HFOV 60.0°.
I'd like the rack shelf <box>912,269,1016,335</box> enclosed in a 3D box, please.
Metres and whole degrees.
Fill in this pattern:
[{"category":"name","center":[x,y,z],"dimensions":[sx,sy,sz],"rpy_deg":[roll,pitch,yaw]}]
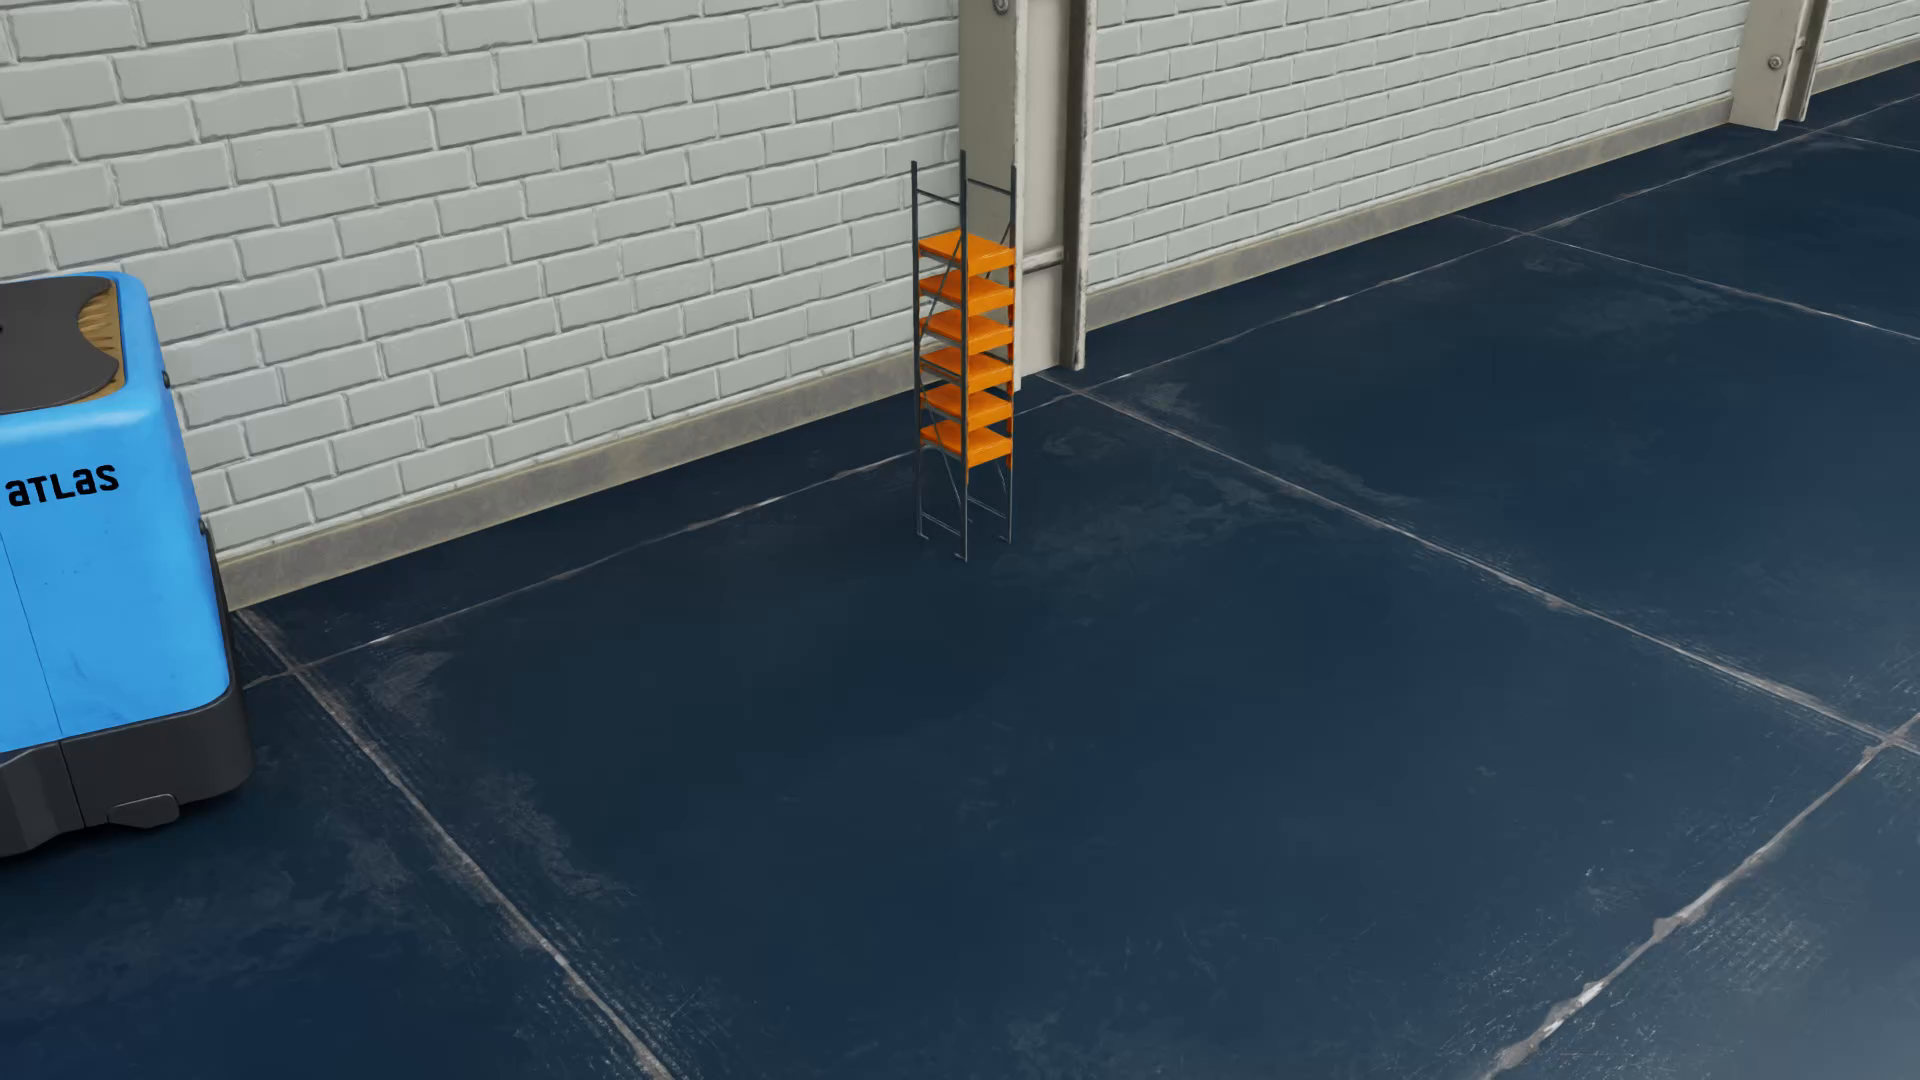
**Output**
[{"category":"rack shelf","center":[0.011,-0.706,4.883],"dimensions":[0.180,0.103,0.258],"rpy_deg":[-22,35,-35]}]

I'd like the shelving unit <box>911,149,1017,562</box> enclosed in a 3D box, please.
[{"category":"shelving unit","center":[0.011,-0.534,4.975],"dimensions":[0.189,1.200,0.258],"rpy_deg":[-22,35,-35]}]

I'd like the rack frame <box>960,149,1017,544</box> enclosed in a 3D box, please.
[{"category":"rack frame","center":[0.081,-0.562,5.028],"dimensions":[0.006,1.200,0.240],"rpy_deg":[-22,35,-35]}]

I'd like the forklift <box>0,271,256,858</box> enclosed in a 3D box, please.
[{"category":"forklift","center":[-3.274,-0.554,3.176],"dimensions":[3.031,2.935,1.130],"rpy_deg":[-13,31,-22]}]

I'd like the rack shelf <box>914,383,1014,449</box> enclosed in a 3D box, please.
[{"category":"rack shelf","center":[0.011,-0.389,5.053],"dimensions":[0.180,0.103,0.258],"rpy_deg":[-22,35,-35]}]

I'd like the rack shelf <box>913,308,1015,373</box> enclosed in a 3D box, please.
[{"category":"rack shelf","center":[0.011,-0.600,4.940],"dimensions":[0.180,0.103,0.258],"rpy_deg":[-22,35,-35]}]

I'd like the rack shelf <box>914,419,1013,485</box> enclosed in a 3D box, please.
[{"category":"rack shelf","center":[0.011,-0.283,5.110],"dimensions":[0.180,0.103,0.258],"rpy_deg":[-22,35,-35]}]

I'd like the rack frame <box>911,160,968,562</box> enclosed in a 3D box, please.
[{"category":"rack frame","center":[-0.059,-0.506,4.923],"dimensions":[0.006,1.200,0.240],"rpy_deg":[-22,35,-35]}]

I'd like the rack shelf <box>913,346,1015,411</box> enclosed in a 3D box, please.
[{"category":"rack shelf","center":[0.011,-0.494,4.996],"dimensions":[0.180,0.103,0.258],"rpy_deg":[-22,35,-35]}]

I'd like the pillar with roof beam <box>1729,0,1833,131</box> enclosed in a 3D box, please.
[{"category":"pillar with roof beam","center":[7.600,-4.932,4.931],"dimensions":[0.400,9.000,9.100],"rpy_deg":[-22,35,-35]}]

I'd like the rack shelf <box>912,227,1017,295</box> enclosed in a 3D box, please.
[{"category":"rack shelf","center":[0.011,-0.812,4.827],"dimensions":[0.180,0.103,0.258],"rpy_deg":[-22,35,-35]}]

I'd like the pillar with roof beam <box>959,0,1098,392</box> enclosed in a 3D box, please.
[{"category":"pillar with roof beam","center":[3.036,-3.097,1.497],"dimensions":[0.400,9.000,9.100],"rpy_deg":[-22,35,-35]}]
